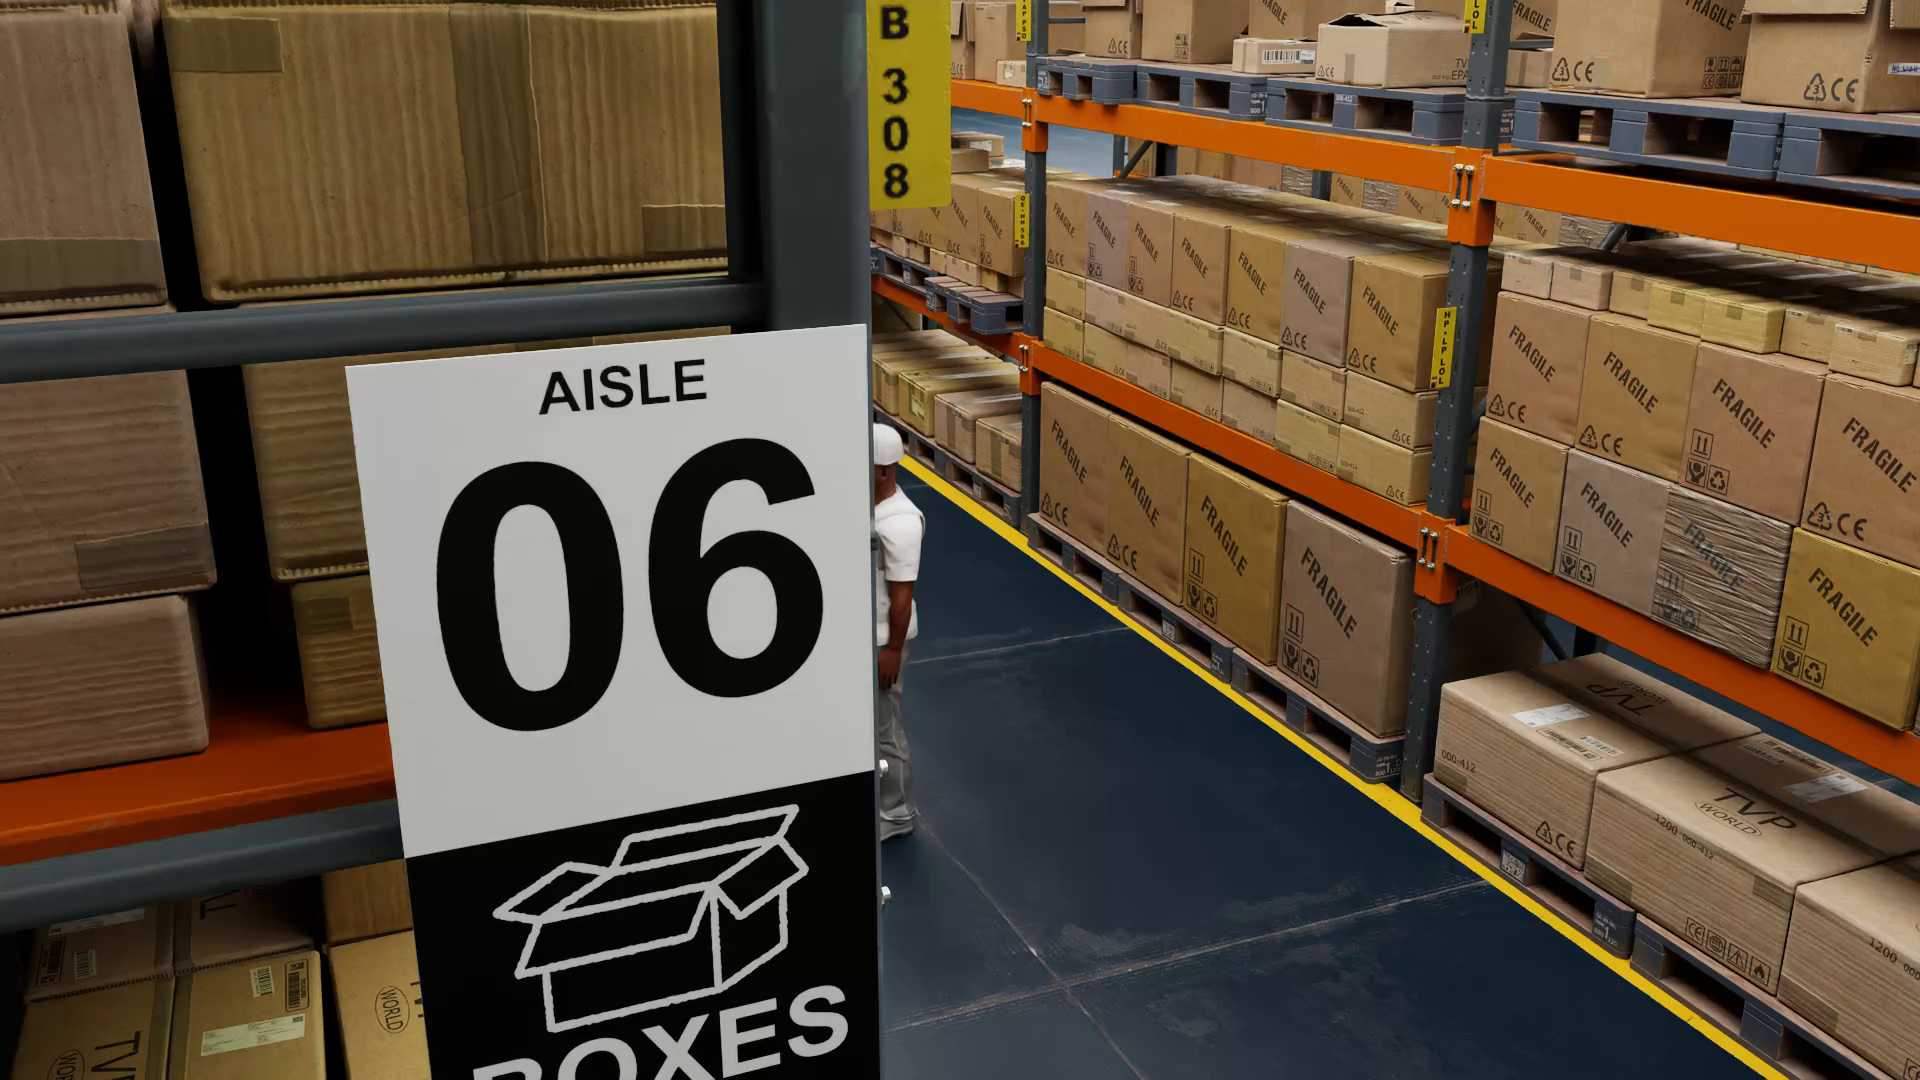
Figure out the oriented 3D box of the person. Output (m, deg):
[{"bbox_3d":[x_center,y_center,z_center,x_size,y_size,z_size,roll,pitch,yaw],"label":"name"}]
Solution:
[{"bbox_3d":[-0.359,0.382,6.896,0.367,1.766,0.559,-7,20,-21],"label":"person"}]
